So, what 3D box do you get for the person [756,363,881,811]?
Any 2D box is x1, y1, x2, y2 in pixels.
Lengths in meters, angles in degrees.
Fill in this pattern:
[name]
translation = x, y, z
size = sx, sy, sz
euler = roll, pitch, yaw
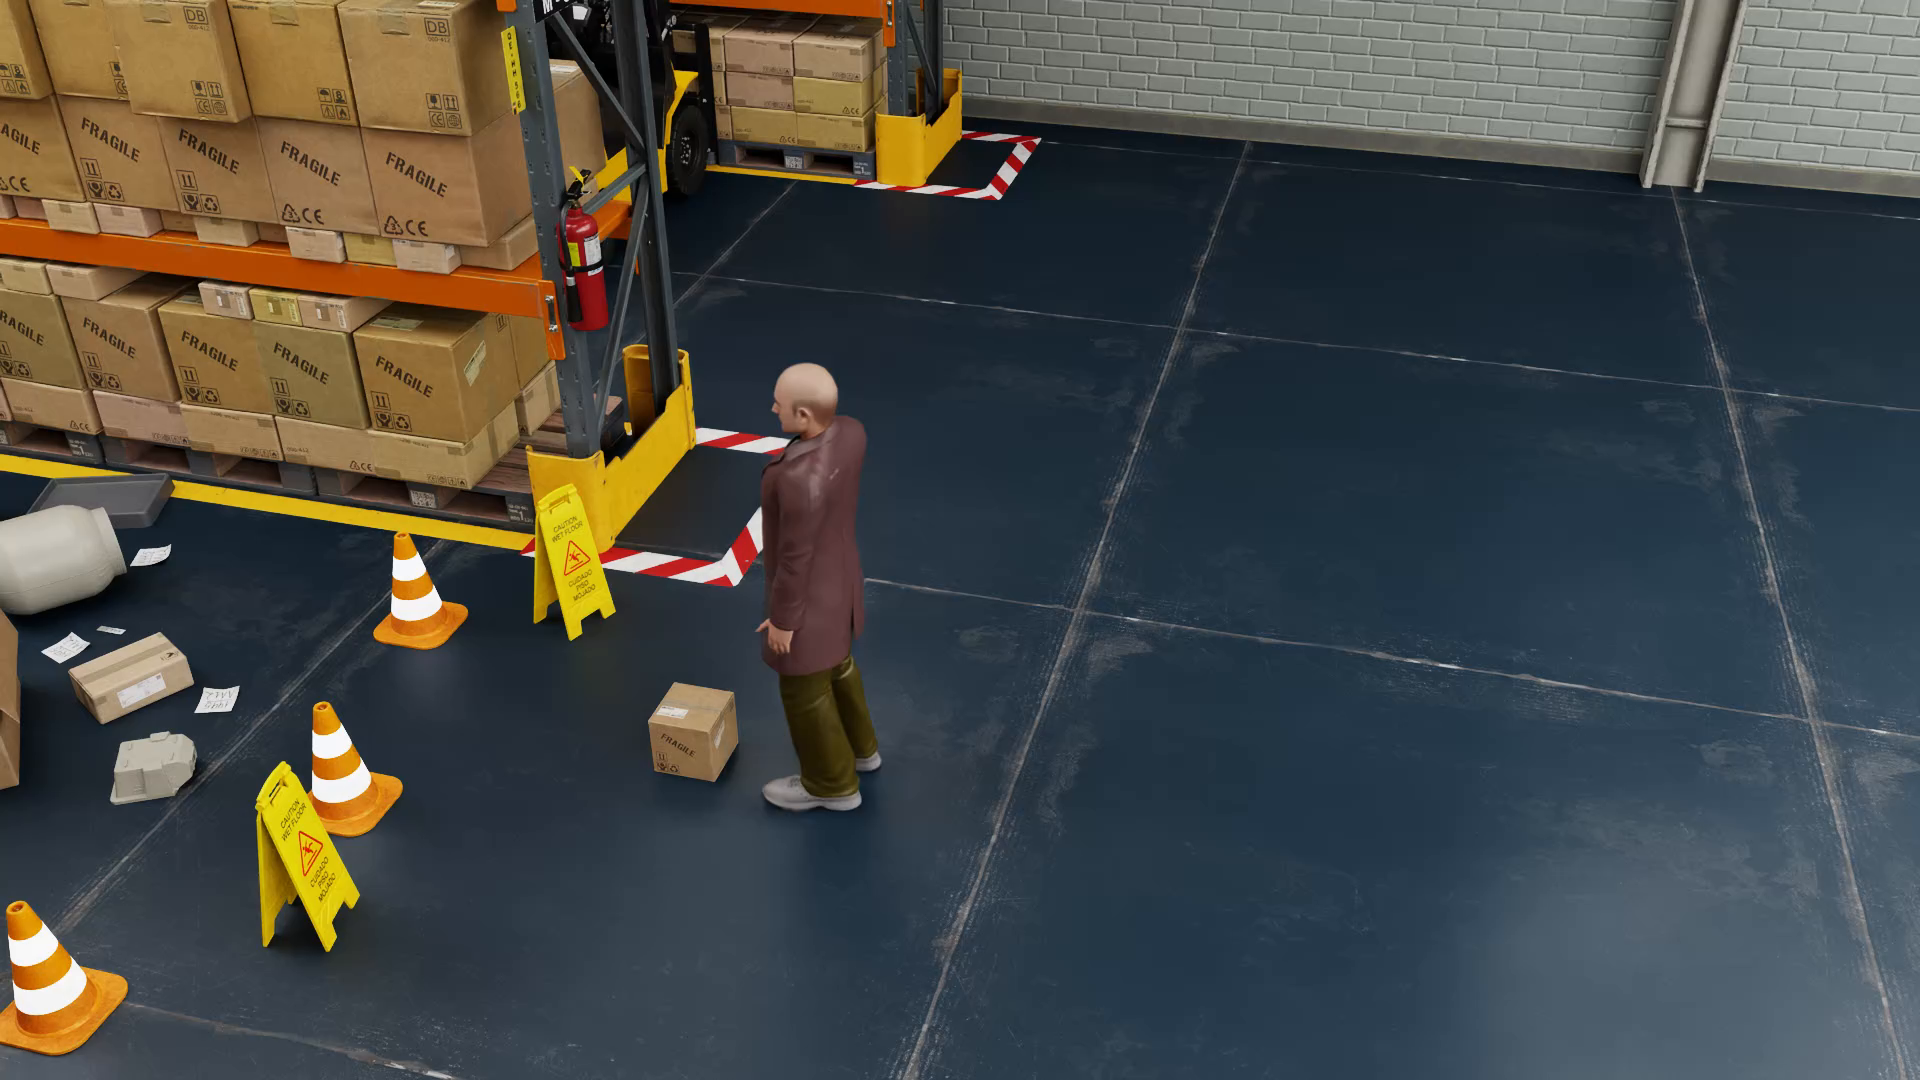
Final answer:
[person]
translation = -0.529, 0.180, 5.872
size = 0.377, 1.776, 0.565
euler = 9, 33, 14
